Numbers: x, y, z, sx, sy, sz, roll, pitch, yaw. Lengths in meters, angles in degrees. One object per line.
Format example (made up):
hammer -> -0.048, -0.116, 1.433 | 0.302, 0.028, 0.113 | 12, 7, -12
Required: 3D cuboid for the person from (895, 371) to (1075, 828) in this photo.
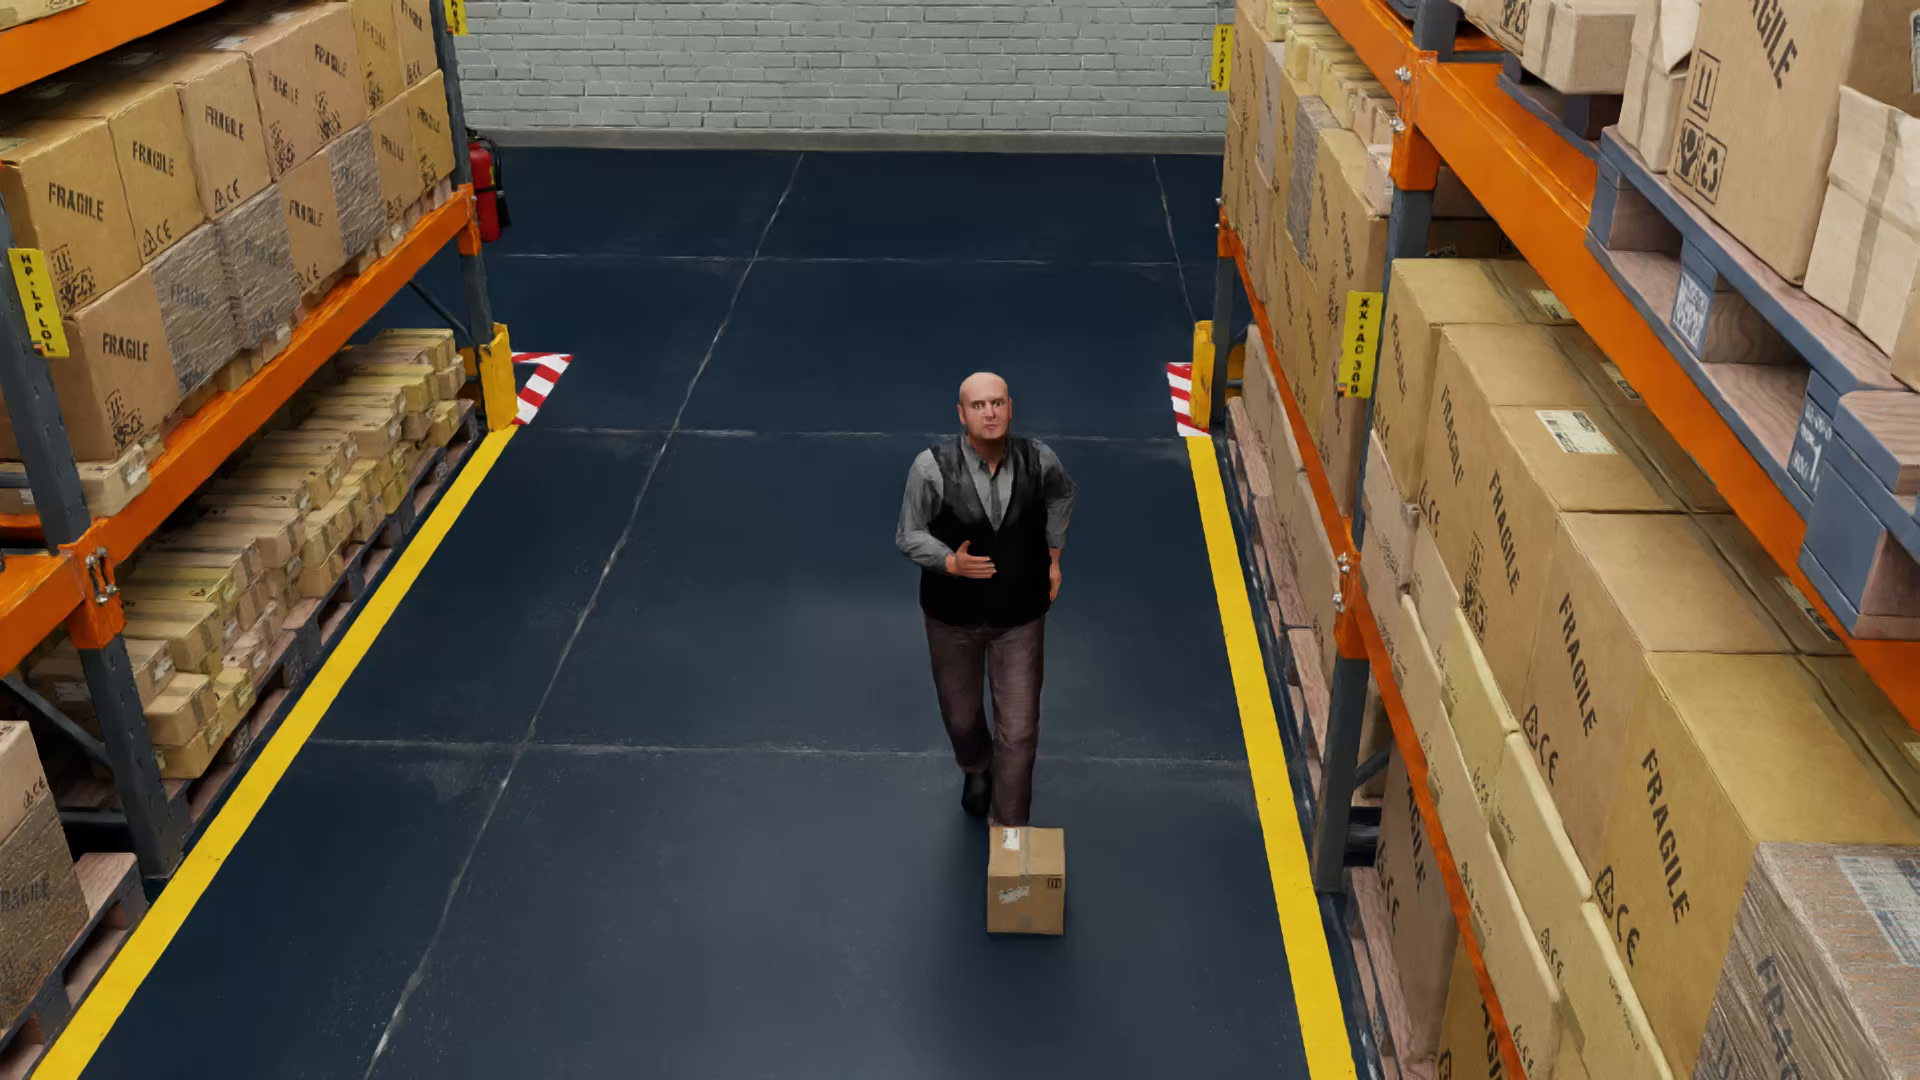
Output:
person -> 0.094, 0.301, 5.590 | 0.618, 1.702, 0.843 | 0, 28, 0
